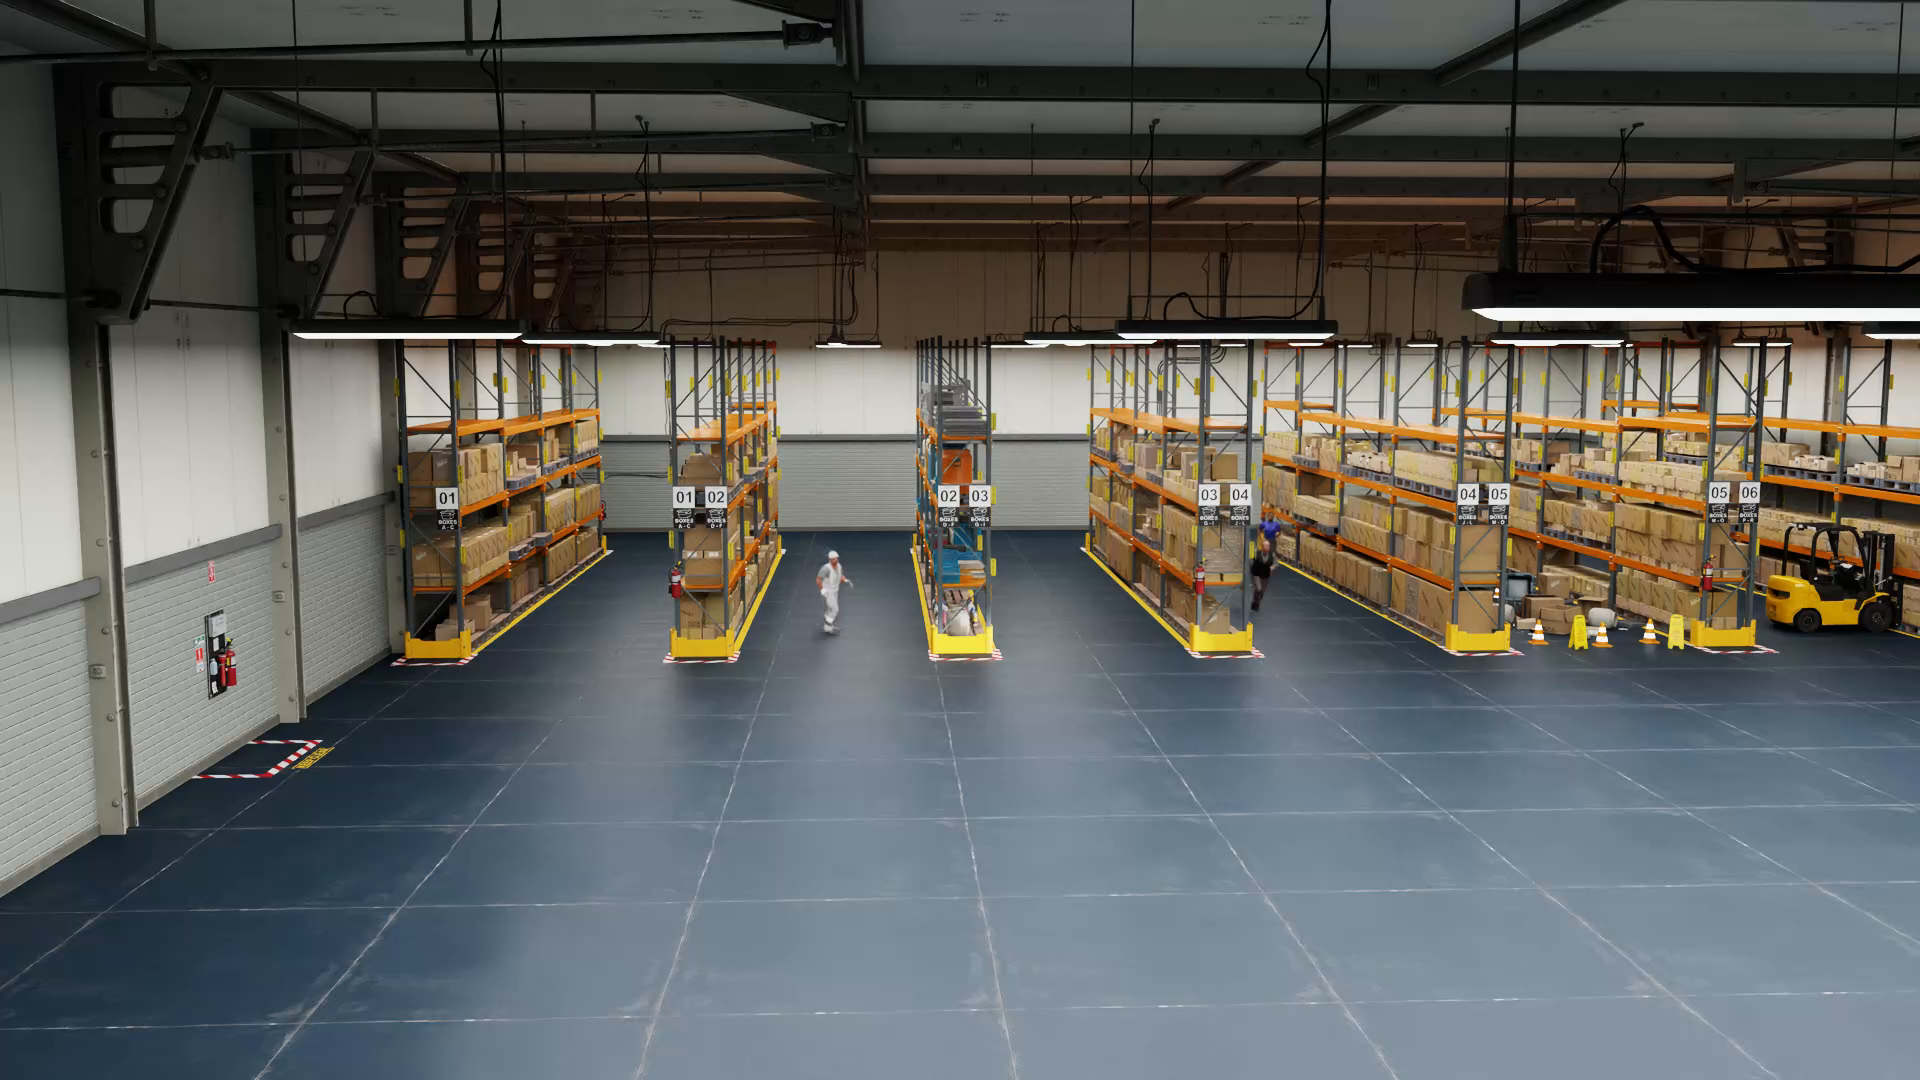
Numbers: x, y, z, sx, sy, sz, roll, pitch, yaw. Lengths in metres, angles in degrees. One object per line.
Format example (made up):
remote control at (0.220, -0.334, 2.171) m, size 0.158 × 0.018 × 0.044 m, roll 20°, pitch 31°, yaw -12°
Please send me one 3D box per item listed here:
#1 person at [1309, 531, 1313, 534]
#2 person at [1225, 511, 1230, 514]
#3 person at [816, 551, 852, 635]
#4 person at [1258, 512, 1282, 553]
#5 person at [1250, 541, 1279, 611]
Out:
person at (10.594, -0.703, 49.213) m, size 0.803 × 1.746 × 0.584 m, roll -2°, pitch 7°, yaw -18°
person at (7.872, -0.623, 48.636) m, size 0.722 × 1.715 × 0.838 m, roll -4°, pitch 8°, yaw -34°
person at (-2.566, 1.057, 33.784) m, size 0.789 × 1.716 × 0.688 m, roll 4°, pitch 7°, yaw 28°
person at (7.878, 0.129, 42.224) m, size 0.551 × 1.700 × 0.731 m, roll -1°, pitch 7°, yaw -4°
person at (6.597, 0.789, 36.377) m, size 0.650 × 1.590 × 0.961 m, roll -1°, pitch 7°, yaw -12°
